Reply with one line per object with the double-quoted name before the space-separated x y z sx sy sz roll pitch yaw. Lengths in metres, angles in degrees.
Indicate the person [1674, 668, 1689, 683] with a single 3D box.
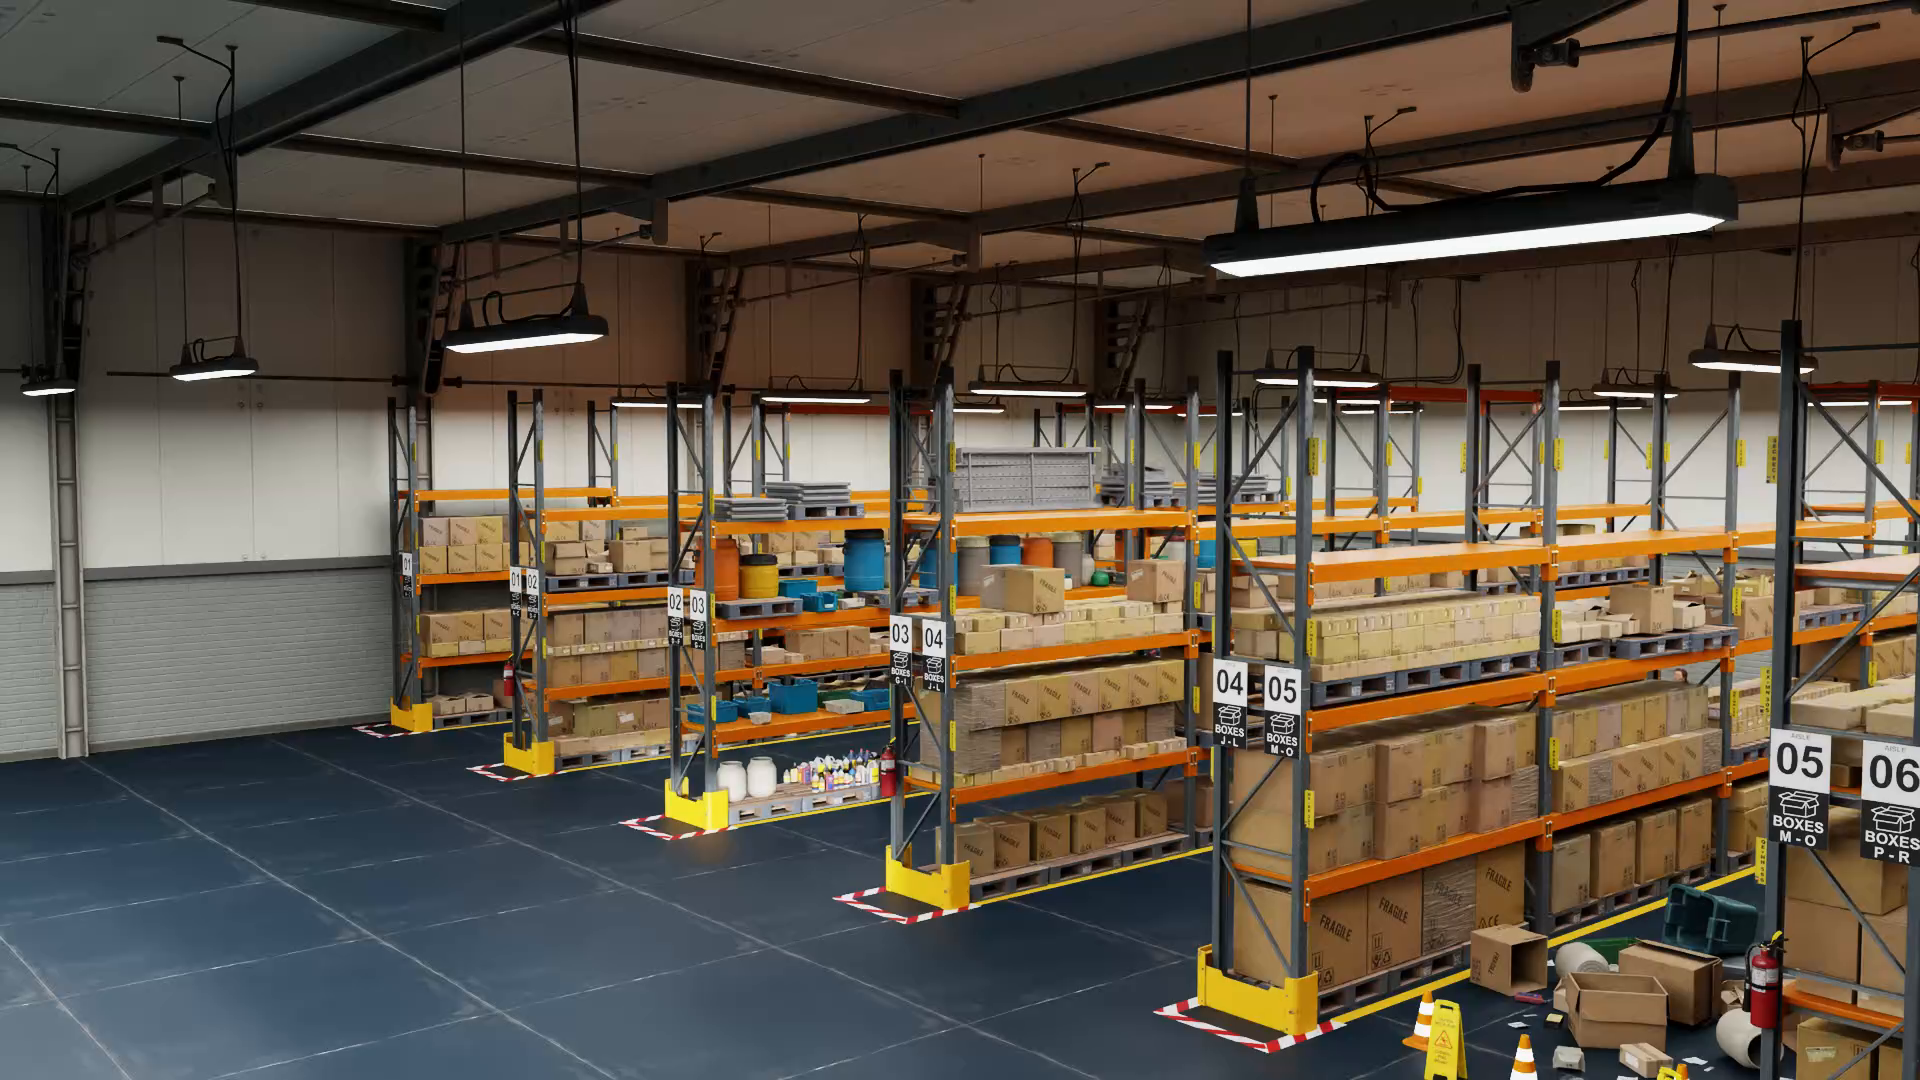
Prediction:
"person" 11.240 2.819 25.984 0.568 1.648 0.621 3 5 45
